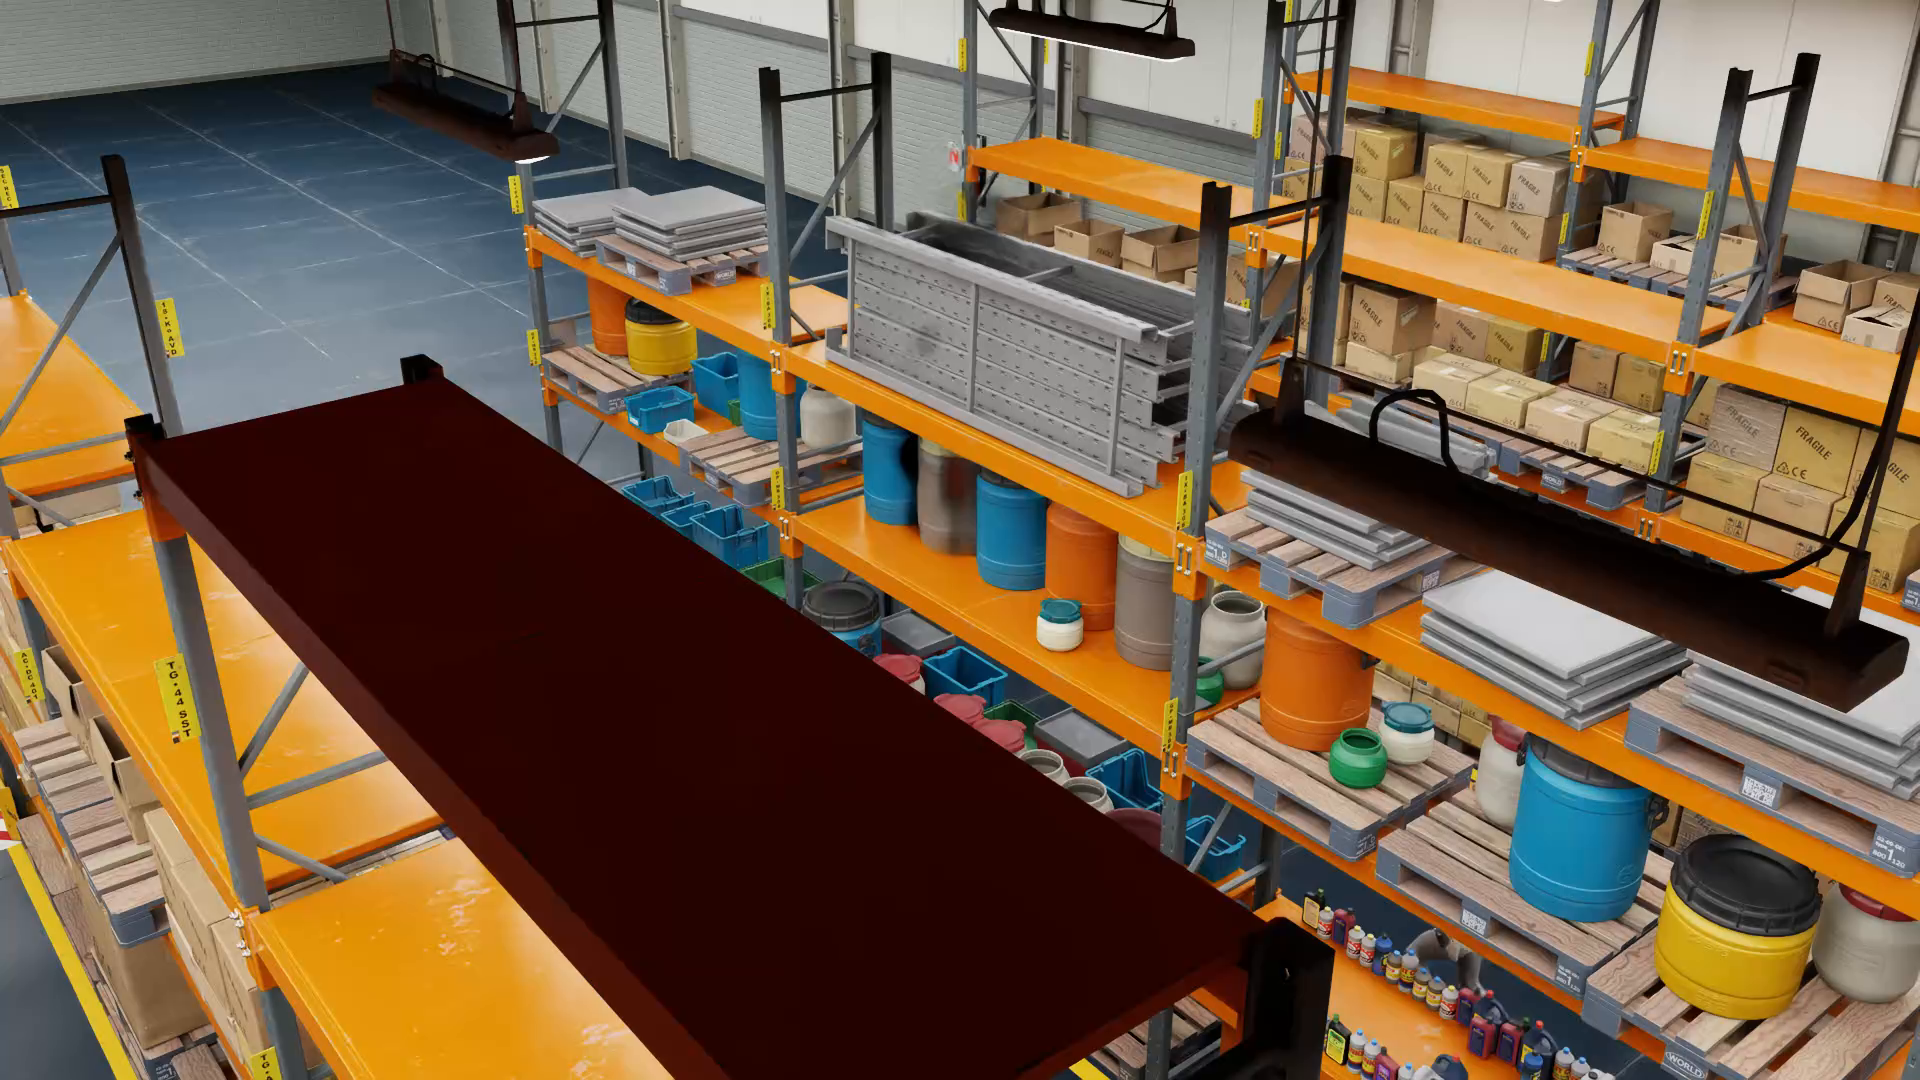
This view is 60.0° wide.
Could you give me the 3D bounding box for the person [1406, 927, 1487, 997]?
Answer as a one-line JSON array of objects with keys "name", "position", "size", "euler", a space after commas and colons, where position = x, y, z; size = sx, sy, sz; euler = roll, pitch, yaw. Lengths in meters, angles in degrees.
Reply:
[{"name": "person", "position": [3.298, 2.639, 10.908], "size": [0.638, 1.727, 0.828], "euler": [-21, 33, -37]}]
